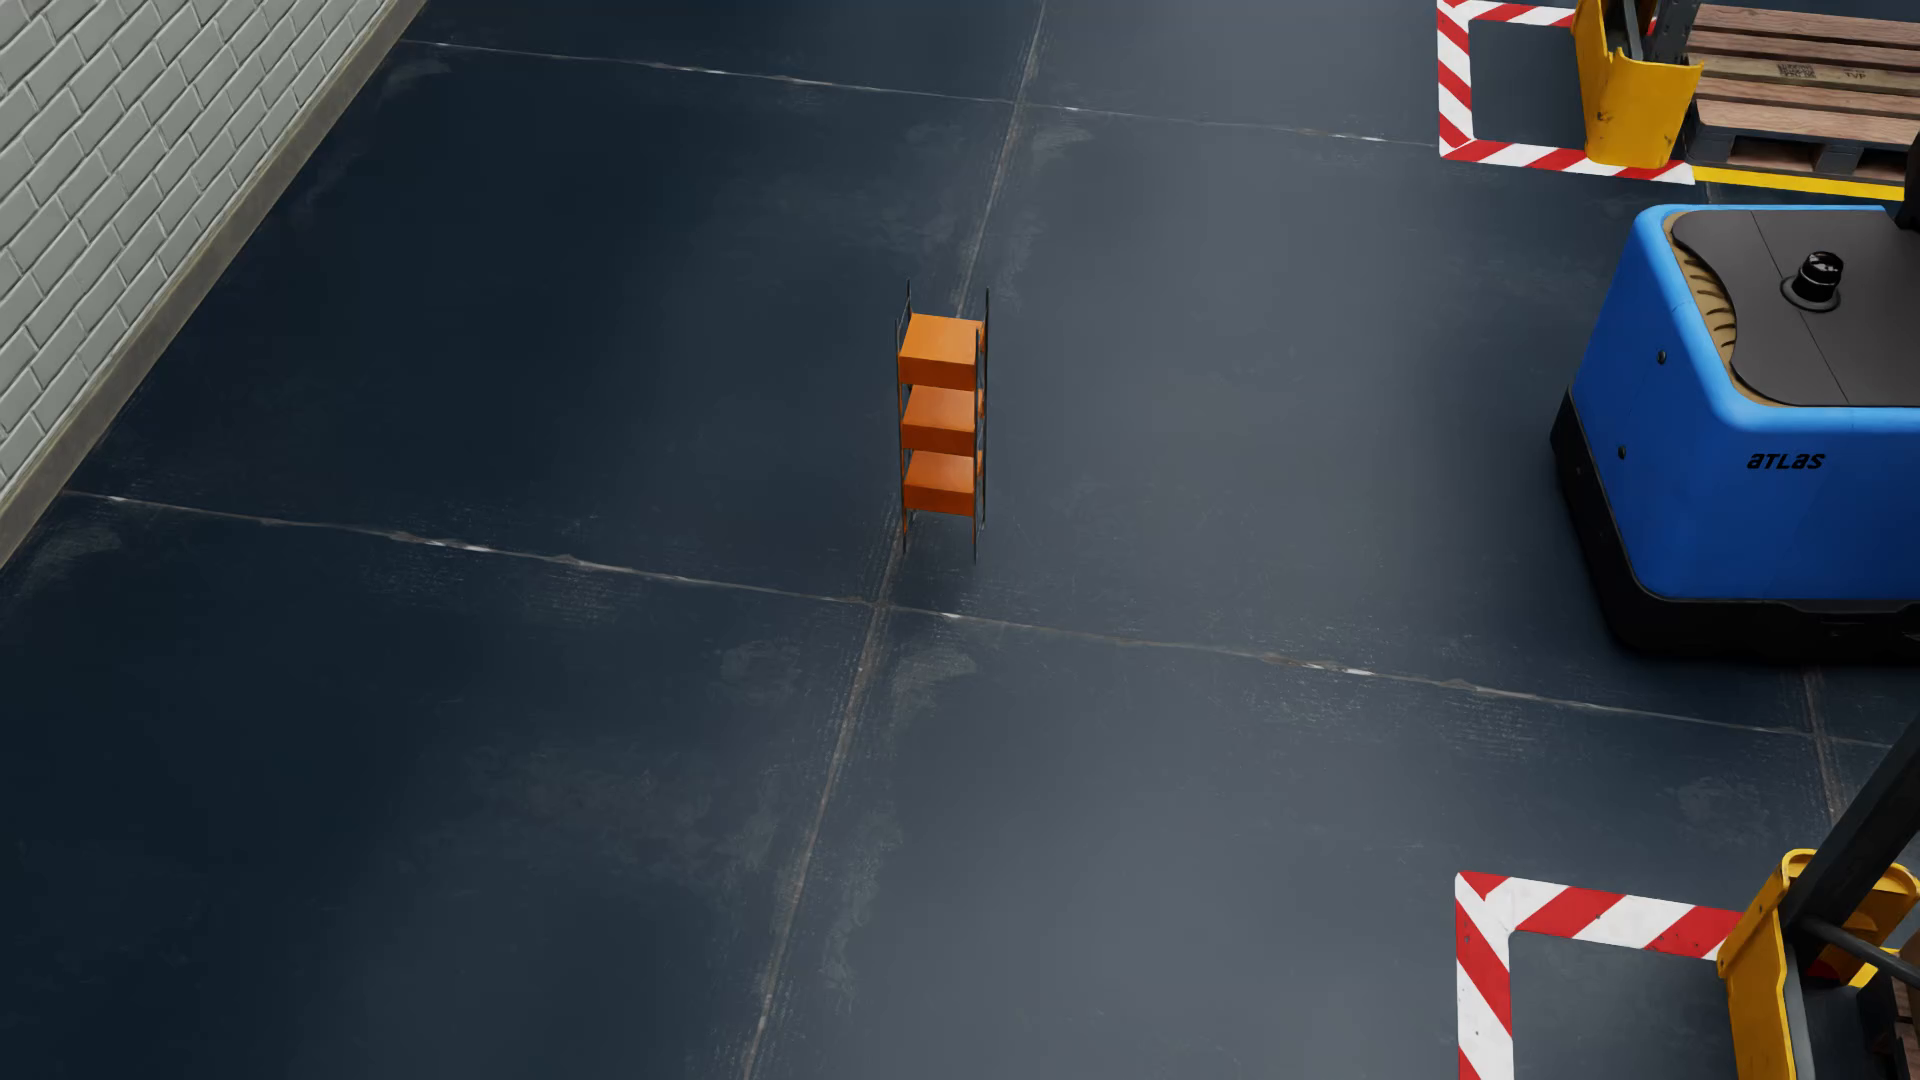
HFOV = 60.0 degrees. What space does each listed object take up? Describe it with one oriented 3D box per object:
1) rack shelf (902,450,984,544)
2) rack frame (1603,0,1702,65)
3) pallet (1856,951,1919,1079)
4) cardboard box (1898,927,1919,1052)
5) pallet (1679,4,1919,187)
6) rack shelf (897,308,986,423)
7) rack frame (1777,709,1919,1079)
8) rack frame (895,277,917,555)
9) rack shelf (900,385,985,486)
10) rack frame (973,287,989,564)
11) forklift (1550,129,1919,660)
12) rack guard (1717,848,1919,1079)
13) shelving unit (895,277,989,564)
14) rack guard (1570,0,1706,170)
[{"bbox_3d":[-0.053,-0.165,5.580,0.240,0.259,0.215,8,49,7],"label":"rack shelf"},{"bbox_3d":[3.021,-3.053,6.477,0.127,3.000,1.000,8,49,7],"label":"rack frame"},{"bbox_3d":[2.996,1.619,4.154,1.213,0.211,1.003,8,49,7],"label":"pallet"},{"bbox_3d":[2.715,1.152,4.083,0.500,0.500,0.500,8,49,7],"label":"cardboard box"},{"bbox_3d":[3.825,-1.984,7.390,1.213,0.211,1.003,8,49,7],"label":"pallet"},{"bbox_3d":[-0.053,-0.541,5.163,0.240,0.259,0.215,8,49,7],"label":"rack shelf"},{"bbox_3d":[2.136,0.572,3.219,0.127,3.000,1.000,8,49,7],"label":"rack frame"},{"bbox_3d":[-0.173,-0.374,5.380,0.008,1.050,0.200,8,49,7],"label":"rack frame"},{"bbox_3d":[-0.053,-0.351,5.374,0.240,0.259,0.215,8,49,7],"label":"rack shelf"},{"bbox_3d":[0.067,-0.342,5.351,0.008,1.050,0.200,8,49,7],"label":"rack frame"},{"bbox_3d":[3.630,-0.963,4.645,3.031,2.935,1.130,0,48,0],"label":"forklift"},{"bbox_3d":[2.211,1.418,4.140,0.348,0.500,1.175,8,49,7],"label":"rack guard"},{"bbox_3d":[-0.053,-0.358,5.366,0.252,1.050,0.215,8,49,7],"label":"shelving unit"},{"bbox_3d":[2.995,-2.211,7.401,0.348,0.500,1.175,8,49,7],"label":"rack guard"}]
